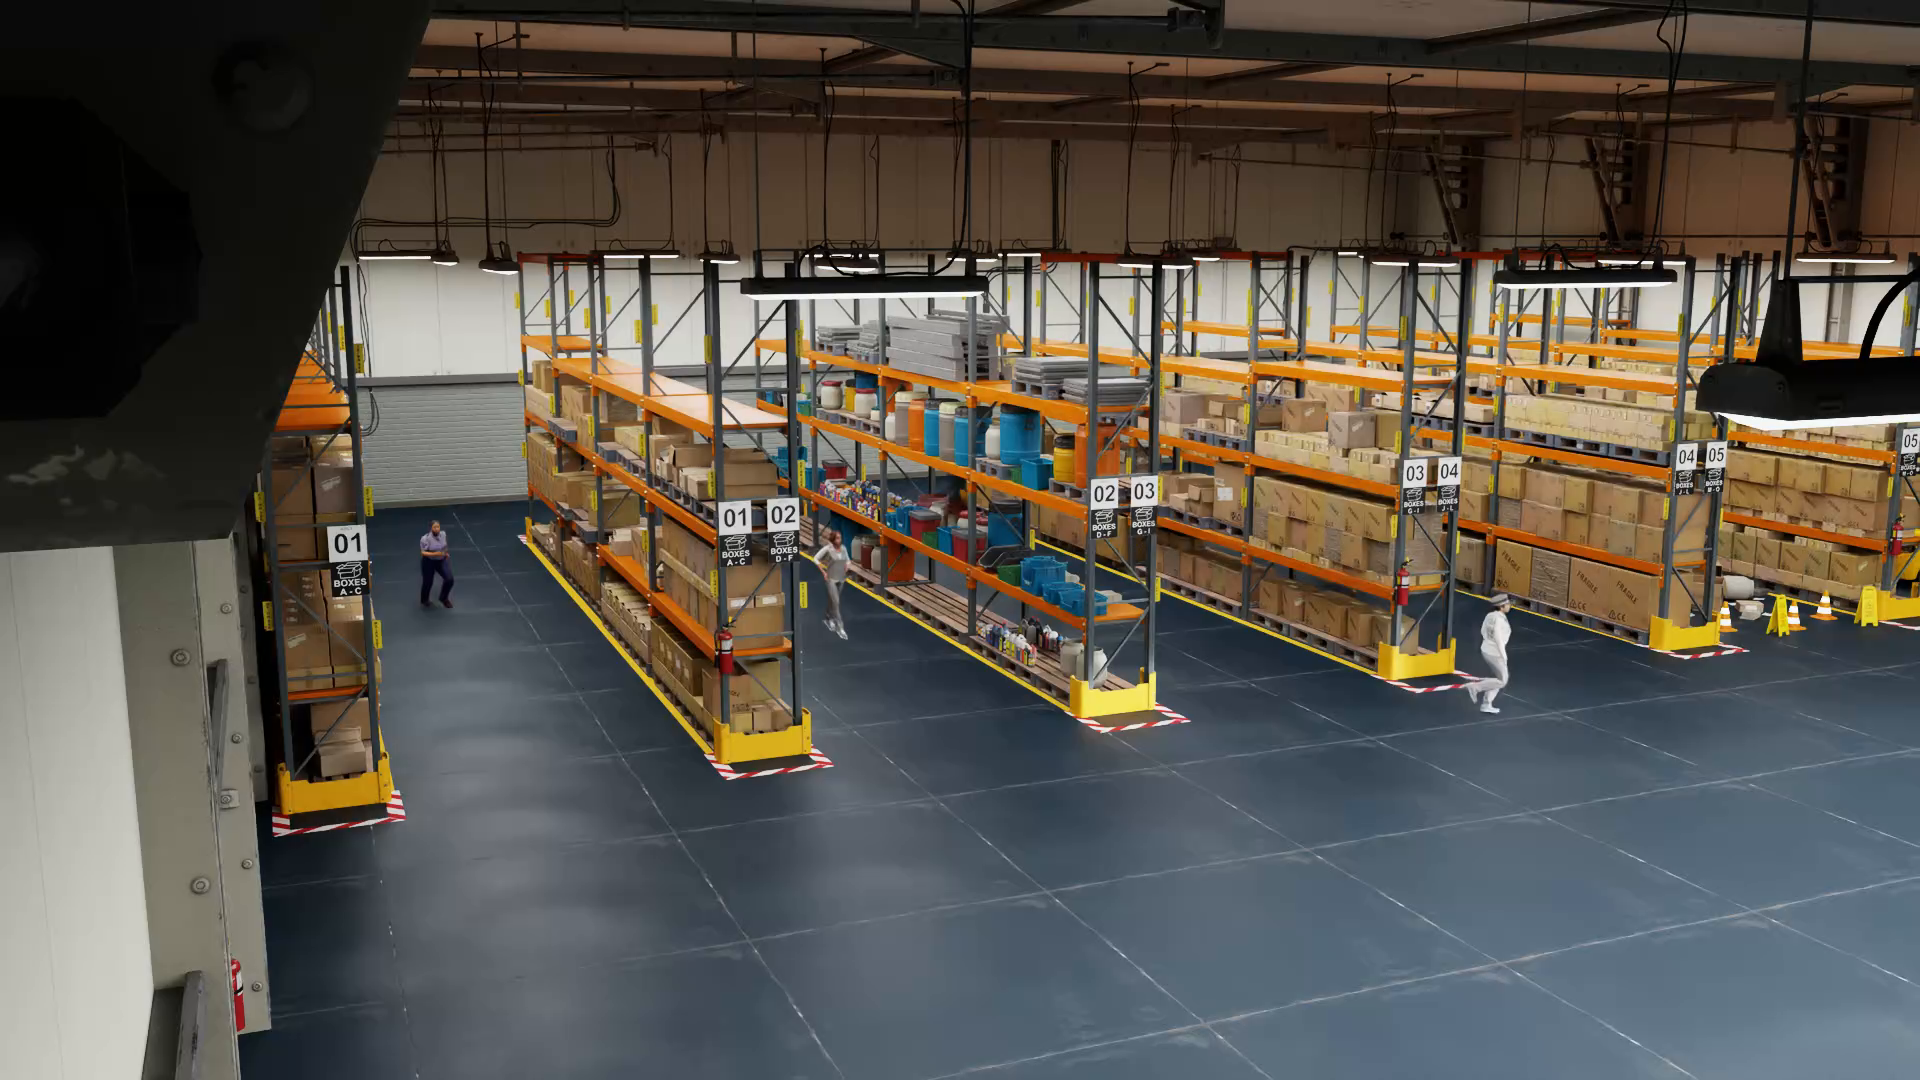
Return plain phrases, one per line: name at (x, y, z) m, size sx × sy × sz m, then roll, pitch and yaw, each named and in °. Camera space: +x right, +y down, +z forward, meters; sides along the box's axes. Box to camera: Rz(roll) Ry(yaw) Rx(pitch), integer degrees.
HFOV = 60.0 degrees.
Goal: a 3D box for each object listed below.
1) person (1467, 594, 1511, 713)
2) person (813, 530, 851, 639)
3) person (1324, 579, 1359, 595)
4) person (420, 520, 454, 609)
person at (7.081, 1.516, 22.274) m, size 0.522 × 1.631 × 0.617 m, roll 1°, pitch 10°, yaw 4°
person at (-1.922, 0.654, 25.403) m, size 0.564 × 1.622 × 0.714 m, roll -7°, pitch 13°, yaw -35°
person at (6.968, 0.121, 29.976) m, size 0.678 × 1.598 × 1.137 m, roll -4°, pitch 11°, yaw -21°
person at (-8.958, 0.419, 28.406) m, size 0.613 × 1.591 × 0.930 m, roll -9°, pitch 14°, yaw -41°
